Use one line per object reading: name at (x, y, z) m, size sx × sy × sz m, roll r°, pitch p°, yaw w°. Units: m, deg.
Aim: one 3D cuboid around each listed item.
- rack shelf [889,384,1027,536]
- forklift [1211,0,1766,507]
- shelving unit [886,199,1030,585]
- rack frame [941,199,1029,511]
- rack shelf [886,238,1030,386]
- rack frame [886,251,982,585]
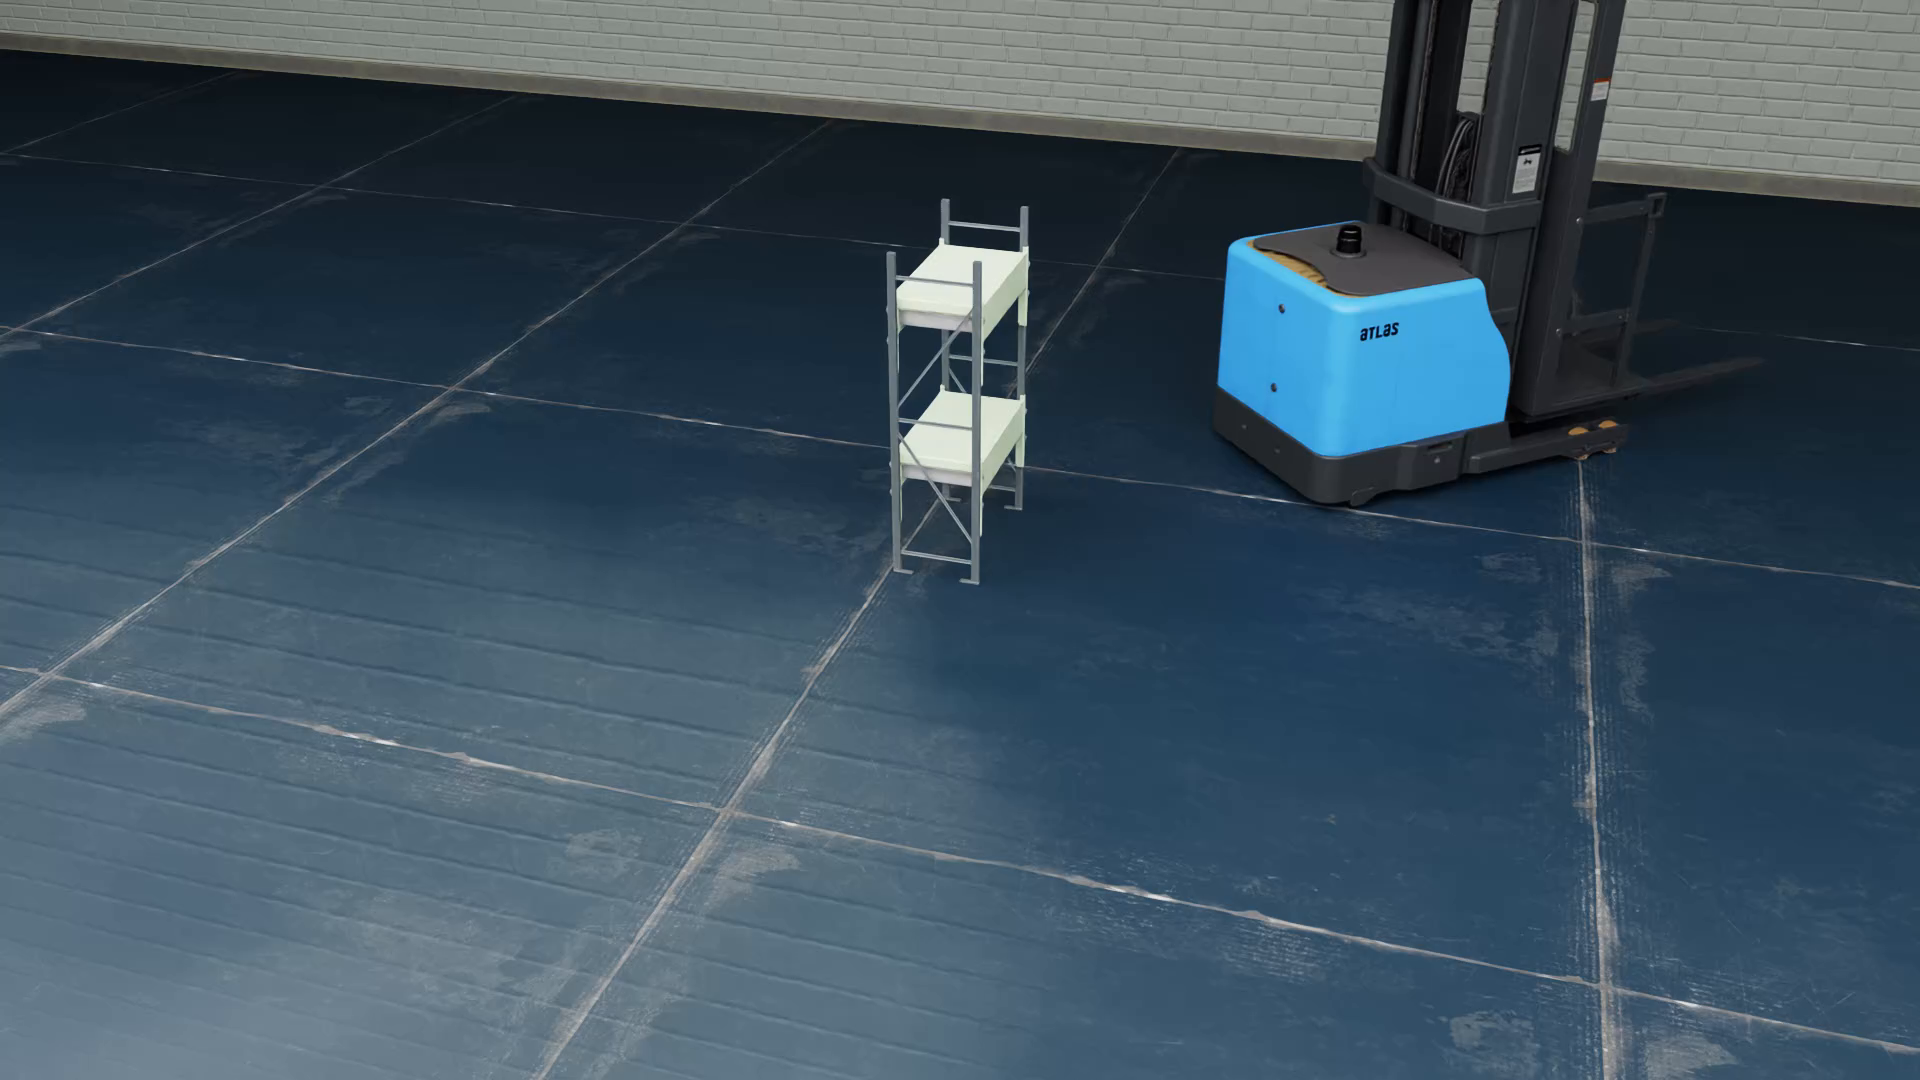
rack shelf at (0.002, -0.374, 7.549) m, size 0.431 × 0.370 × 0.720 m, roll 8°, pitch 30°, yaw 15°
forklift at (2.871, -1.908, 8.164) m, size 3.031 × 2.935 × 1.130 m, roll -12°, pitch 31°, yaw -21°
shelving unit at (0.002, -0.659, 7.391) m, size 0.431 × 1.500 × 0.755 m, roll 8°, pitch 30°, yaw 15°
rack frame at (0.109, -0.829, 7.697) m, size 0.400 × 1.500 × 0.023 m, roll 8°, pitch 30°, yaw 15°
rack shelf at (0.002, -1.000, 7.201) m, size 0.431 × 0.370 × 0.720 m, roll 8°, pitch 30°, yaw 15°
rack frame at (-0.105, -0.488, 7.085) m, size 0.400 × 1.500 × 0.023 m, roll 8°, pitch 30°, yaw 15°
